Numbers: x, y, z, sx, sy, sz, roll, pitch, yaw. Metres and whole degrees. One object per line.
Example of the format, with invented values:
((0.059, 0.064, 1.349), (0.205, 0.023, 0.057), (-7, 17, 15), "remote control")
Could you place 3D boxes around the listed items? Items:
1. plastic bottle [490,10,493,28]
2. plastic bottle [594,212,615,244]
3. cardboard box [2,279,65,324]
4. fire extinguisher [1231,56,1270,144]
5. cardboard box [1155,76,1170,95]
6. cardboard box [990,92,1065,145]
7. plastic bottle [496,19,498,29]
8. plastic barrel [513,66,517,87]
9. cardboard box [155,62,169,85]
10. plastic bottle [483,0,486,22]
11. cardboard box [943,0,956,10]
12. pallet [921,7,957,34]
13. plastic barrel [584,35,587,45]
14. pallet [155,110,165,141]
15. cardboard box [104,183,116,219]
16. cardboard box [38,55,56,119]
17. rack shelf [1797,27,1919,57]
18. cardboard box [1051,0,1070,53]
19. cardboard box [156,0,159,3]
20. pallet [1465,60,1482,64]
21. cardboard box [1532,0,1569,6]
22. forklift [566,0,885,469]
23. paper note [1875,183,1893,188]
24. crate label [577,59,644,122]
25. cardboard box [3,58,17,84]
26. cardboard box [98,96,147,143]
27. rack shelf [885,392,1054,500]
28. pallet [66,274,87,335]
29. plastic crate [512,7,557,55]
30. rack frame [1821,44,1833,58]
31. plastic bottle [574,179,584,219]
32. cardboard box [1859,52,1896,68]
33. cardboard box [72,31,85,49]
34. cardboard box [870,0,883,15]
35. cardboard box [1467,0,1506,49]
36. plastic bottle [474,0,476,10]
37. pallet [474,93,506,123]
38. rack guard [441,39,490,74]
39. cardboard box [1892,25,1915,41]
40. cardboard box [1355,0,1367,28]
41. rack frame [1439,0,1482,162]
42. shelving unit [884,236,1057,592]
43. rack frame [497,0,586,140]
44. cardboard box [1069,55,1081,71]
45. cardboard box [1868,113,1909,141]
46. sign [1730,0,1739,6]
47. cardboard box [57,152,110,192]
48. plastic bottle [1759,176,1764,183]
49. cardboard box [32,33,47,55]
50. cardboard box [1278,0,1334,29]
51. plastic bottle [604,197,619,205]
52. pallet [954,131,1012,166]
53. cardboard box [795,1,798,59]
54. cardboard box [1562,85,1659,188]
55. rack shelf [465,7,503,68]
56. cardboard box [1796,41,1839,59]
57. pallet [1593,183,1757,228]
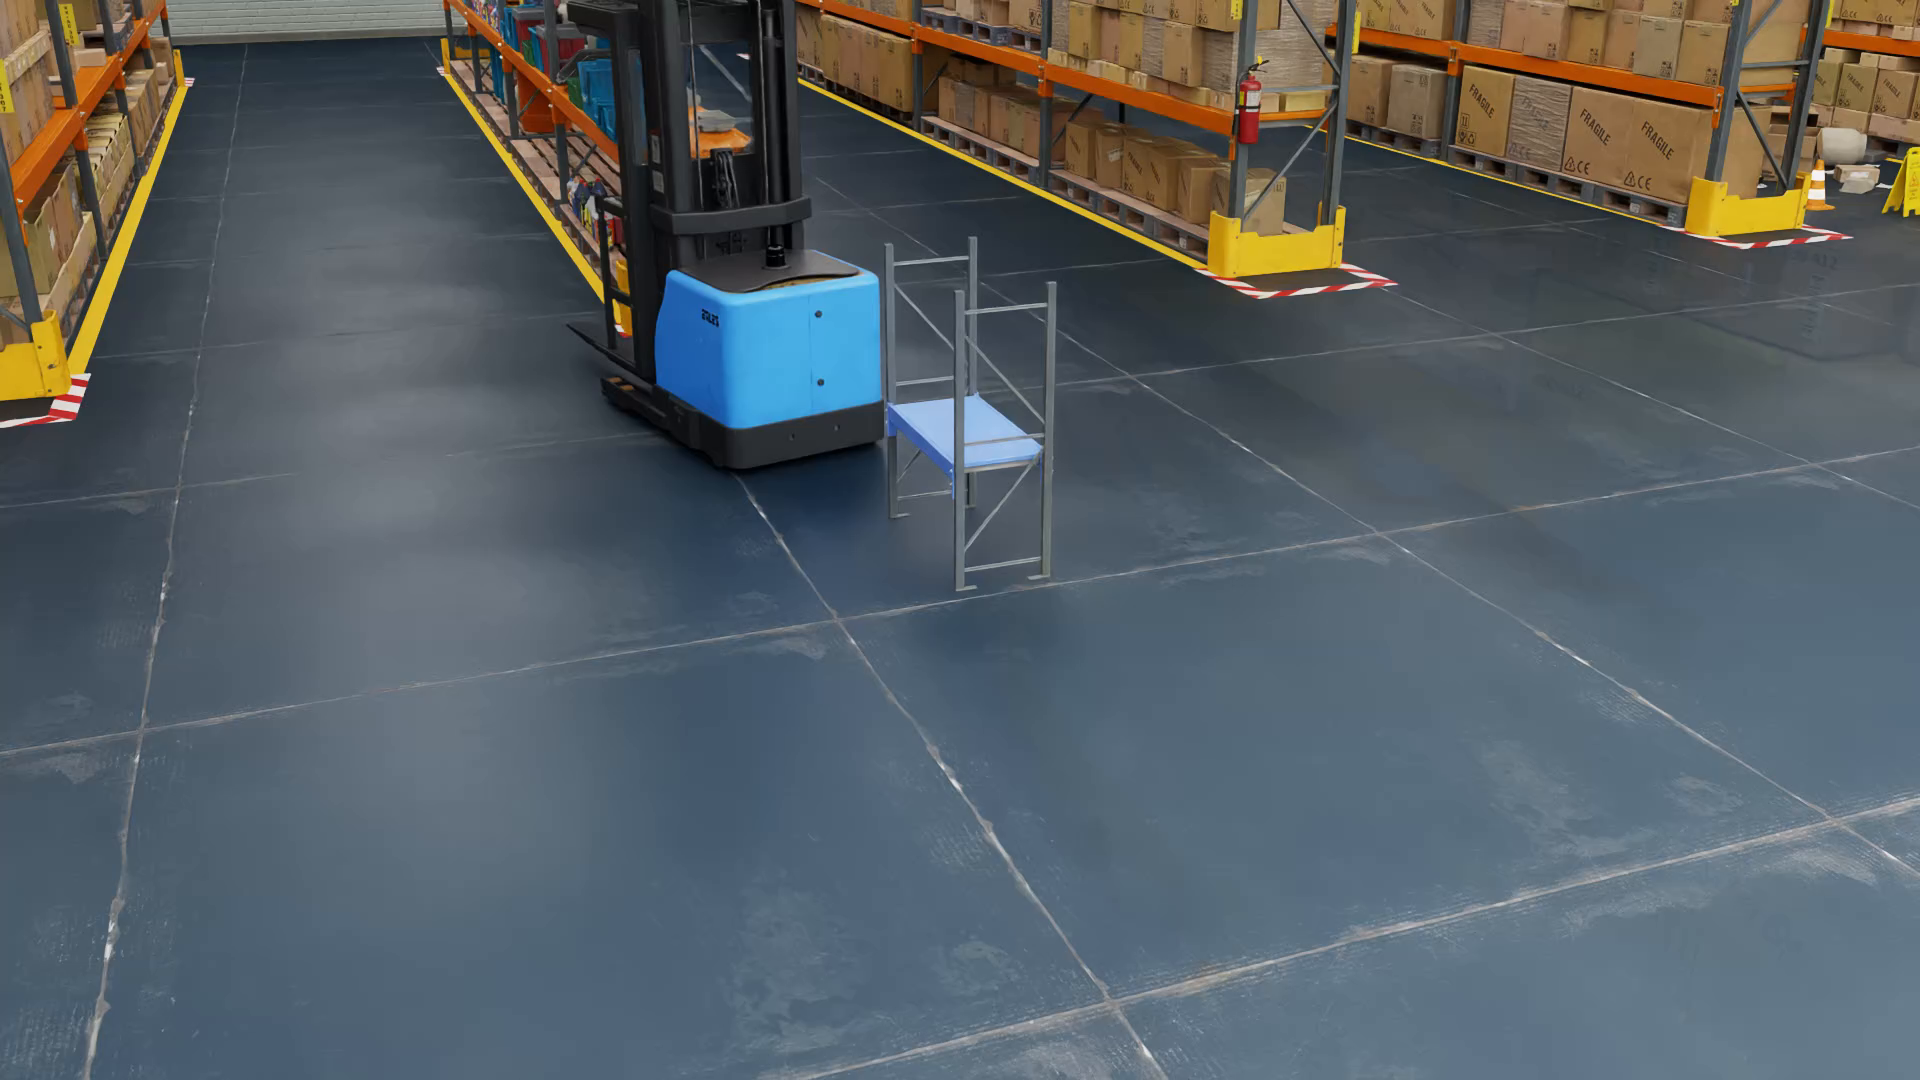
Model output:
((-5.618, -6.293, 20.074), (0.097, 0.201, 0.097), (0, 23, 0), "plastic bottle")
((-3.027, -2.663, 14.147), (0.152, 0.276, 0.135), (-8, 24, -19), "plastic bottle")
((-6.701, -1.668, 11.845), (0.500, 0.250, 0.500), (-8, 24, -19), "cardboard box")
((2.339, -3.552, 13.416), (0.296, 0.674, 0.183), (-8, 24, -19), "fire extinguisher")
((1.979, -4.104, 14.949), (0.380, 0.149, 0.250), (-8, 24, -19), "cardboard box")
((0.771, -4.802, 18.934), (0.700, 0.500, 0.500), (-11, 25, -24), "cardboard box")
((-5.378, -6.045, 19.486), (0.097, 0.201, 0.097), (0, 23, 0), "plastic bottle")
((-5.318, -5.588, 20.710), (0.600, 0.588, 0.708), (-8, 24, -19), "plastic barrel")
((-11.462, -6.571, 23.452), (0.500, 0.250, 0.500), (-8, 24, -19), "cardboard box")
((-5.878, -6.592, 20.693), (0.097, 0.271, 0.097), (0, 23, 0), "plastic bottle")
((0.131, -6.648, 19.993), (0.500, 0.500, 0.500), (-12, 25, -25), "cardboard box")
((0.255, -6.267, 20.004), (1.213, 0.211, 1.003), (-8, 24, -19), "pallet")
((-3.709, -5.174, 16.988), (0.433, 0.535, 0.433), (0, 23, 0), "plastic barrel")
((-10.456, -5.120, 20.625), (1.003, 0.211, 1.213), (-8, 24, -19), "pallet")
((-8.043, -3.081, 15.198), (0.500, 0.250, 0.500), (-8, 24, -18), "cardboard box")
((-7.790, -3.674, 13.476), (0.700, 0.500, 0.500), (-9, 24, -20), "cardboard box")
((11.294, -5.448, 18.739), (1.077, 0.370, 4.000), (-8, 24, -19), "rack shelf")
((1.417, -5.157, 16.612), (0.875, 0.500, 0.500), (-8, 24, -19), "cardboard box")
((-11.421, -7.699, 23.026), (0.500, 0.500, 0.500), (-8, 24, -19), "cardboard box")
((8.539, -7.414, 26.068), (1.003, 0.211, 1.213), (-8, 24, -19), "pallet")
((6.456, -5.819, 17.111), (0.875, 0.550, 0.550), (-8, 24, -19), "cardboard box")
((-1.689, -2.277, 10.378), (1.130, 2.935, 3.031), (-14, 27, -31), "forklift")
((9.804, -3.755, 17.619), (0.148, 0.019, 0.142), (-18, 29, -37), "paper note")
((-2.808, -3.661, 13.529), (0.502, 0.435, 0.616), (-8, 24, -19), "crate label")
((-6.934, -3.320, 11.800), (0.380, 0.149, 0.250), (-9, 24, -20), "cardboard box")
((-9.449, -4.687, 18.659), (0.500, 0.500, 0.500), (-9, 25, -21), "cardboard box")
((0.030, -0.494, 8.455), (0.538, 0.185, 1.000), (-8, 24, -19), "rack shelf")
((-7.276, -1.765, 12.665), (1.003, 0.211, 1.213), (-8, 24, -19), "pallet")
((-4.446, -5.320, 17.429), (0.402, 0.464, 0.583), (-8, 24, -19), "plastic crate")
((13.817, -8.642, 25.391), (1.000, 3.000, 0.127), (-8, 24, -19), "rack frame")
((-3.420, -3.098, 15.083), (0.144, 0.351, 0.185), (-8, 24, -18), "plastic bottle")
((10.714, -5.585, 19.338), (0.380, 0.149, 0.250), (-7, 24, -17), "cardboard box")
((-9.278, -5.063, 17.014), (0.500, 0.311, 0.500), (-7, 24, -16), "cardboard box")
((-0.860, -7.161, 21.750), (0.500, 0.500, 0.500), (-9, 25, -21), "cardboard box")
((6.134, -5.727, 18.282), (0.875, 0.550, 0.550), (-8, 24, -19), "cardboard box")
((-6.274, -6.999, 21.660), (0.097, 0.271, 0.097), (0, 23, 0), "plastic bottle")
((-5.910, -5.802, 22.245), (1.003, 0.211, 1.213), (-8, 24, -19), "pallet")
((-7.577, -7.682, 26.332), (1.175, 0.500, 0.348), (-8, 24, -19), "rack guard")
((10.842, -5.766, 18.891), (0.380, 0.149, 0.250), (-8, 24, -19), "cardboard box")
((5.019, -6.540, 20.277), (0.500, 0.500, 0.500), (-9, 24, -20), "cardboard box")
((5.992, -5.790, 18.625), (1.000, 3.000, 0.127), (-8, 24, -19), "rack frame")
((0.030, -0.660, 8.385), (0.538, 1.500, 1.048), (-8, 24, -19), "shelving unit")
((-4.730, -5.920, 18.934), (1.000, 3.000, 0.127), (-8, 24, -19), "rack frame")
((1.301, -4.731, 16.437), (0.380, 0.149, 0.250), (-8, 24, -19), "cardboard box")
((10.932, -4.796, 19.267), (0.500, 0.250, 0.500), (-9, 24, -20), "cardboard box")
((6.893, -4.910, 14.741), (0.100, 0.325, 0.005), (-8, 24, -19), "sign")
((-8.038, -3.340, 15.090), (0.500, 0.311, 0.500), (-9, 24, -20), "cardboard box")
((8.499, -3.904, 17.935), (0.133, 0.061, 0.283), (-18, 29, -37), "plastic bottle")
((-7.571, -3.974, 13.352), (0.380, 0.149, 0.250), (-9, 24, -20), "cardboard box")
((2.790, -4.574, 13.941), (0.500, 0.500, 0.500), (-8, 24, -19), "cardboard box")
((-3.074, -2.870, 14.639), (0.152, 0.276, 0.135), (-8, 24, -19), "plastic bottle")
((0.605, -4.588, 19.363), (1.003, 0.211, 1.213), (-8, 24, -19), "pallet")
((-2.301, -8.169, 26.464), (0.875, 0.875, 0.875), (-8, 24, -19), "cardboard box")
((6.791, -4.108, 16.829), (0.875, 0.875, 0.875), (-9, 24, -20), "cardboard box")
((-5.437, -6.315, 20.798), (1.077, 0.370, 4.000), (-8, 24, -19), "rack shelf")
((13.466, -7.807, 26.090), (0.500, 0.500, 0.500), (-8, 24, -17), "cardboard box")
((7.050, -3.331, 16.382), (1.003, 0.211, 1.213), (-8, 24, -19), "pallet")
